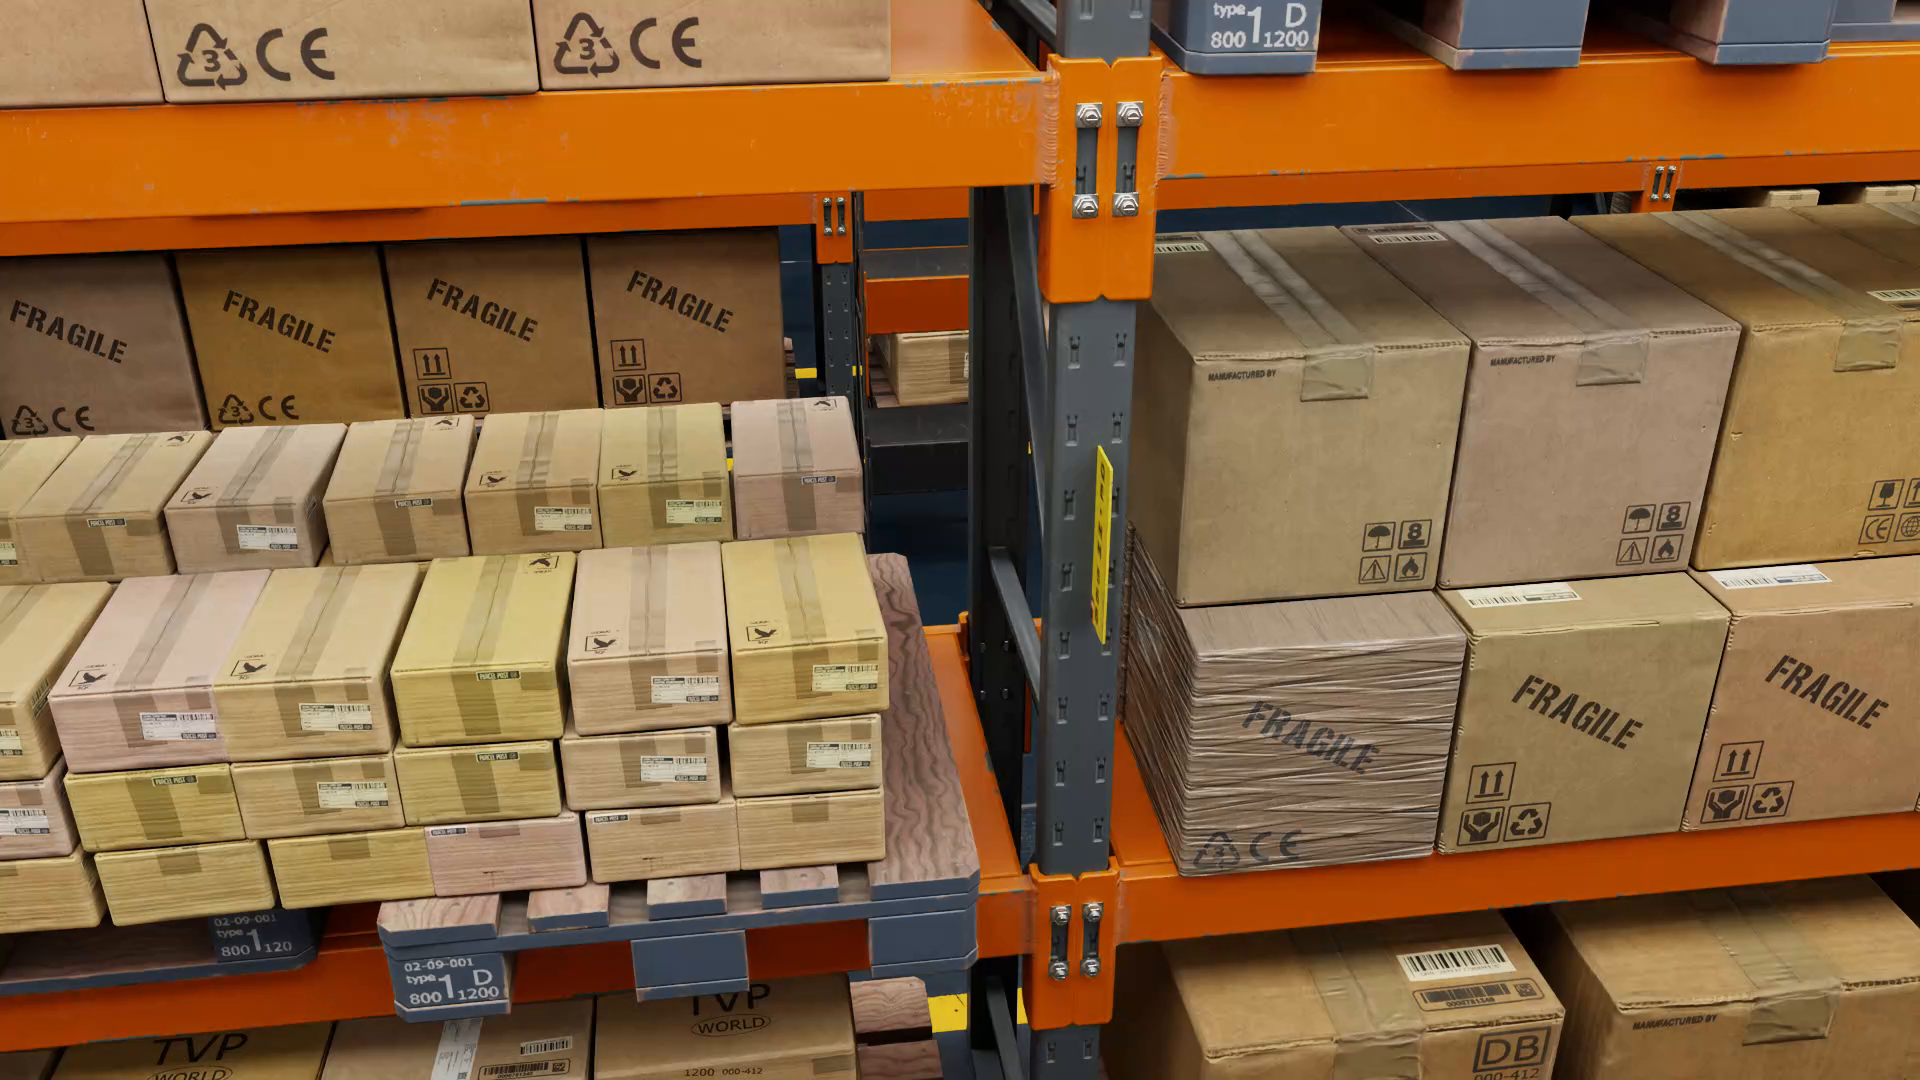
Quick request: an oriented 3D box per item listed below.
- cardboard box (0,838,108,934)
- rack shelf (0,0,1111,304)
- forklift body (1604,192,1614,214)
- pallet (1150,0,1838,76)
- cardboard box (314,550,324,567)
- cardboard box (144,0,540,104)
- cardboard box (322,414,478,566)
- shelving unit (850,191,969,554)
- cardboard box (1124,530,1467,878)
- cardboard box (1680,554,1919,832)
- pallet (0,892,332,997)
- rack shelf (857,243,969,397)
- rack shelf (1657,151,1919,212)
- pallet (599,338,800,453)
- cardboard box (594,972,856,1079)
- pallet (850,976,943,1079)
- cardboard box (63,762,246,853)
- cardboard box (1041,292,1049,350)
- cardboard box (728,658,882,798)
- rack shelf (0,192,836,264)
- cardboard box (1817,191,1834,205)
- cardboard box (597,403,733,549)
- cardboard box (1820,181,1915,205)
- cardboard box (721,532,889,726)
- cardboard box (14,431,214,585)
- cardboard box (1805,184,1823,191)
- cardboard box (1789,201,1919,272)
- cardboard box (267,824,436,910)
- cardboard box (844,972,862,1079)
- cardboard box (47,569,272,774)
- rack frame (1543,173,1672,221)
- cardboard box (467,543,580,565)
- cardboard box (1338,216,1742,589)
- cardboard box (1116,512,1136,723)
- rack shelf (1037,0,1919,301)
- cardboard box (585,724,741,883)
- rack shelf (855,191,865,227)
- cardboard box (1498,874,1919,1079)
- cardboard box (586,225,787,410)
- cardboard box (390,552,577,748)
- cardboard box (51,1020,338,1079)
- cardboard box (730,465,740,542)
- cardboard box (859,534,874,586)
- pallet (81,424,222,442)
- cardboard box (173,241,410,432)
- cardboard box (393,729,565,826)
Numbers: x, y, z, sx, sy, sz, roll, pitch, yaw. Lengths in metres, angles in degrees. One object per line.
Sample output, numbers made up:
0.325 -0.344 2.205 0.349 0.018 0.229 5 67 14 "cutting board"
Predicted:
-1.546 0.488 2.828 0.250 0.149 0.380 -3 27 -6 "cardboard box"
-1.831 -0.642 2.718 4.000 0.370 1.077 -4 27 -7 "rack shelf"
4.963 -3.416 11.551 1.214 2.155 2.313 -4 27 -7 "forklift body"
0.780 -1.070 2.972 1.003 0.211 1.213 -2 27 -5 "pallet"
-1.386 0.046 3.364 0.250 0.149 0.380 -4 27 -7 "cardboard box"
-0.874 -0.945 2.411 0.500 0.500 0.500 -4 27 -7 "cardboard box"
-1.107 -0.104 3.331 0.250 0.149 0.380 -5 28 -9 "cardboard box"
-0.164 -0.924 6.750 0.503 2.100 0.431 -4 27 -7 "shelving unit"
0.632 0.294 3.282 0.500 0.500 0.500 -3 27 -7 "cardboard box"
1.634 0.229 3.409 0.500 0.500 0.500 -4 27 -7 "cardboard box"
-1.805 0.475 3.249 1.213 0.211 1.003 -4 27 -7 "pallet"
-0.164 -0.912 6.756 0.480 0.518 0.431 -4 27 -7 "rack shelf"
5.301 -2.048 8.743 4.000 0.370 1.077 -4 27 -7 "rack shelf"
-1.431 -0.730 8.441 1.213 0.211 1.003 -4 27 -7 "pallet"
-0.491 0.999 3.475 0.500 0.250 0.500 -4 27 -8 "cardboard box"
-0.625 1.535 4.028 1.213 0.211 1.003 -4 27 -7 "pallet"
-1.295 0.341 2.789 0.250 0.149 0.380 -4 27 -7 "cardboard box"
0.650 -1.086 8.499 0.625 0.372 0.950 -4 27 -8 "cardboard box"
-0.276 0.275 2.918 0.250 0.149 0.380 -3 27 -6 "cardboard box"
-2.621 -1.539 7.752 4.000 0.370 1.077 -4 27 -7 "rack shelf"
4.471 -1.493 8.604 0.500 0.500 0.500 -3 27 -5 "cardboard box"
-0.601 -0.135 3.390 0.250 0.149 0.380 -4 27 -9 "cardboard box"
4.583 -1.756 8.407 0.250 0.149 0.380 -3 27 -5 "cardboard box"
-0.272 0.144 2.848 0.250 0.149 0.380 -5 28 -9 "cardboard box"
-1.636 -0.069 3.262 0.250 0.149 0.380 -3 27 -6 "cardboard box"
4.373 -1.730 9.066 0.500 0.500 0.500 -3 27 -6 "cardboard box"
2.110 -0.367 3.476 0.500 0.500 0.700 -4 27 -8 "cardboard box"
-1.023 0.455 2.893 0.250 0.149 0.380 -4 27 -8 "cardboard box"
-0.466 1.330 3.650 0.500 0.500 0.500 -4 27 -7 "cardboard box"
-1.284 0.207 2.725 0.250 0.149 0.380 -4 27 -7 "cardboard box"
3.321 -2.241 8.331 0.127 3.000 1.000 -4 27 -7 "rack frame"
-0.889 0.014 3.426 0.250 0.149 0.380 -5 28 -9 "cardboard box"
1.096 -0.301 3.346 0.500 0.500 0.700 -4 27 -8 "cardboard box"
0.558 0.050 3.756 0.500 0.500 0.500 -4 27 -7 "cardboard box"
2.130 -0.897 3.214 4.000 0.370 1.077 -4 27 -7 "rack shelf"
-0.521 0.424 2.953 0.250 0.149 0.380 -4 27 -7 "cardboard box"
-0.164 -1.534 6.437 0.480 0.518 0.431 -4 27 -7 "rack shelf"
1.630 1.004 4.012 0.750 0.750 1.050 -3 27 -6 "cardboard box"
-1.336 -1.221 8.212 0.875 0.875 0.875 -4 27 -8 "cardboard box"
-0.780 0.175 2.786 0.250 0.149 0.380 -3 27 -6 "cardboard box"
-1.495 1.061 3.353 0.500 0.250 0.500 -3 27 -6 "cardboard box"
-0.357 -0.022 3.497 0.250 0.149 0.380 -2 27 -5 "cardboard box"
-0.322 0.107 3.571 0.250 0.149 0.380 -4 27 -8 "cardboard box"
-3.848 -0.574 8.138 1.213 0.211 1.003 -4 27 -7 "pallet"
-3.105 -1.110 7.995 0.875 0.875 0.875 -3 27 -6 "cardboard box"
-0.801 0.311 2.848 0.250 0.149 0.380 -3 27 -6 "cardboard box"
